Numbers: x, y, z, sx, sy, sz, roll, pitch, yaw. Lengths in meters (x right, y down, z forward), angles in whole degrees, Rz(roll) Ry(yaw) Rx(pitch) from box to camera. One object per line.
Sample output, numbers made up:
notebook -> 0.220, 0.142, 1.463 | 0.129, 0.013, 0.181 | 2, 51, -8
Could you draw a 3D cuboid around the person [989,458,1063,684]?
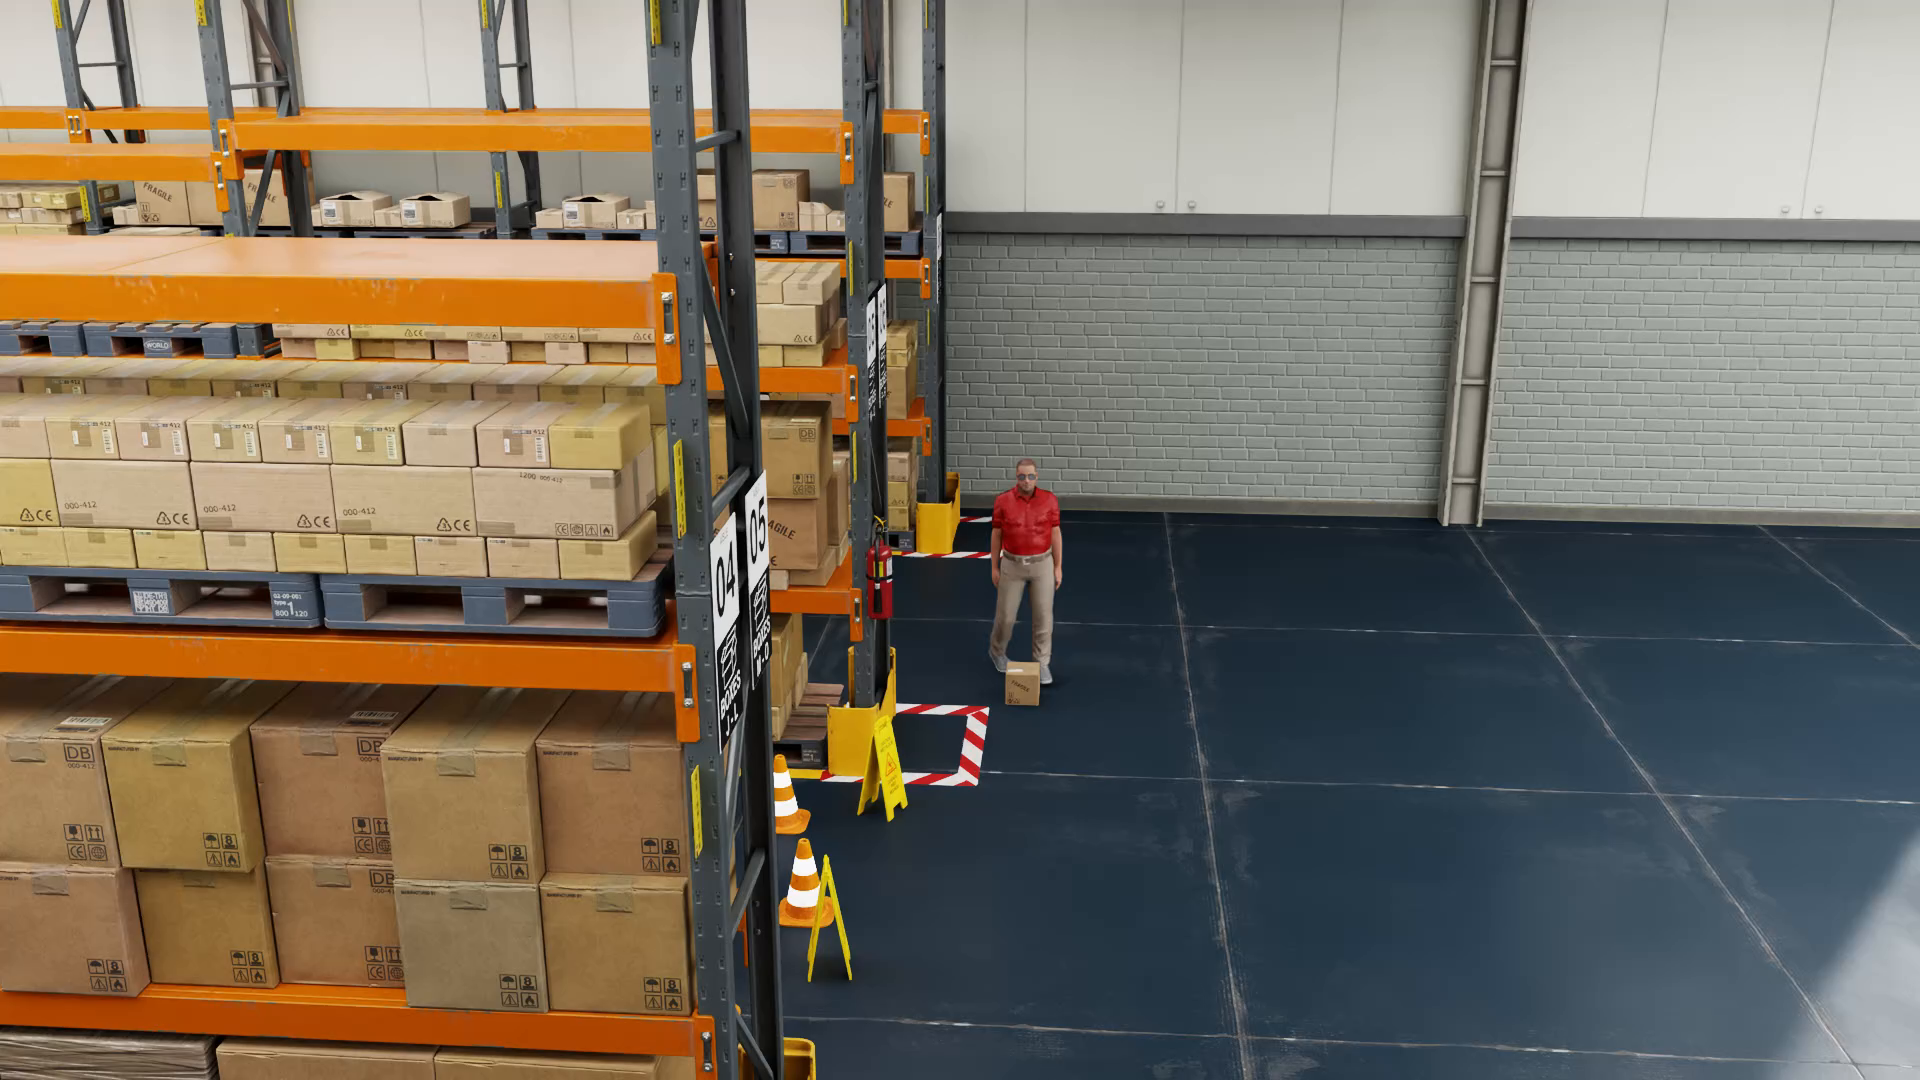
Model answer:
person -> 0.520, 0.239, 12.824 | 0.555, 1.741, 0.551 | -1, 17, -3
